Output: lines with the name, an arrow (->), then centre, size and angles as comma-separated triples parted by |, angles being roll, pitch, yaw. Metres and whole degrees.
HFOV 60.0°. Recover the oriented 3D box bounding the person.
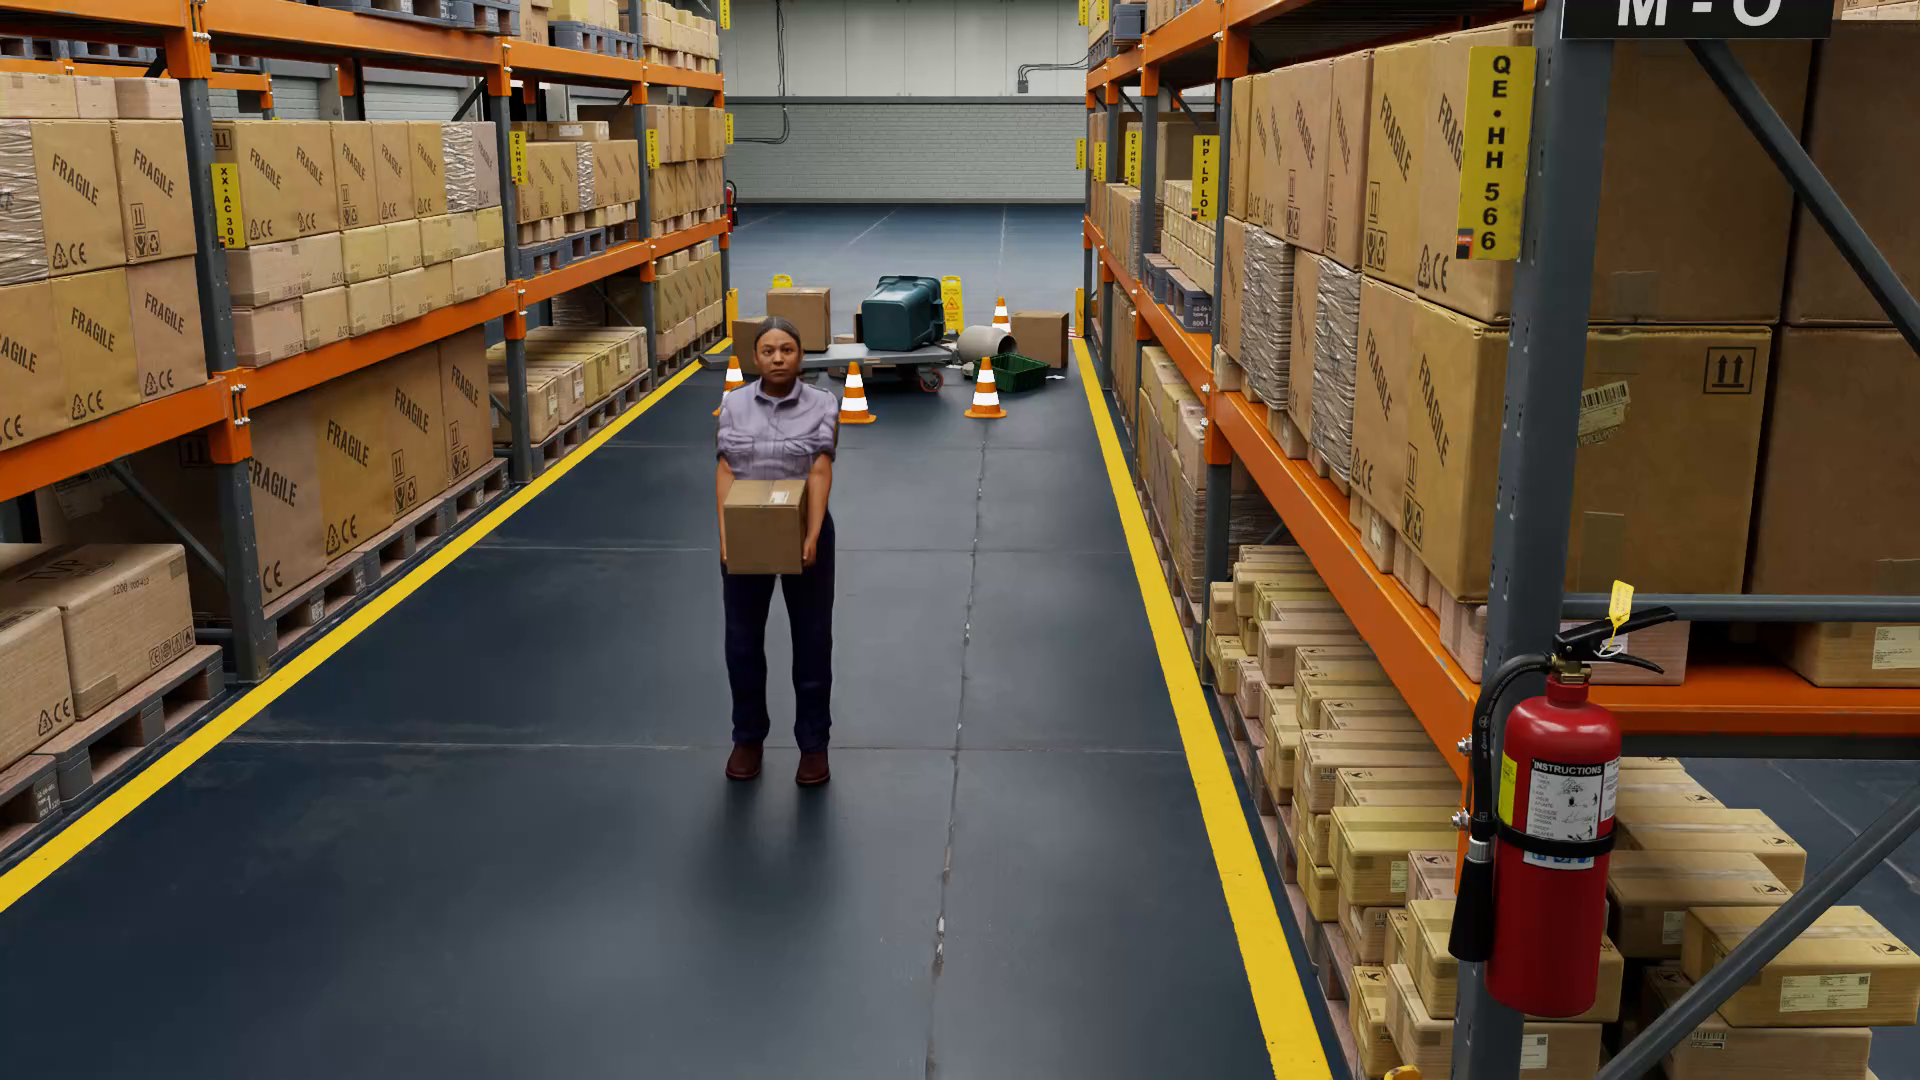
person -> -0.641, 0.050, 5.851 | 0.435, 1.647, 0.528 | 0, 14, 1
